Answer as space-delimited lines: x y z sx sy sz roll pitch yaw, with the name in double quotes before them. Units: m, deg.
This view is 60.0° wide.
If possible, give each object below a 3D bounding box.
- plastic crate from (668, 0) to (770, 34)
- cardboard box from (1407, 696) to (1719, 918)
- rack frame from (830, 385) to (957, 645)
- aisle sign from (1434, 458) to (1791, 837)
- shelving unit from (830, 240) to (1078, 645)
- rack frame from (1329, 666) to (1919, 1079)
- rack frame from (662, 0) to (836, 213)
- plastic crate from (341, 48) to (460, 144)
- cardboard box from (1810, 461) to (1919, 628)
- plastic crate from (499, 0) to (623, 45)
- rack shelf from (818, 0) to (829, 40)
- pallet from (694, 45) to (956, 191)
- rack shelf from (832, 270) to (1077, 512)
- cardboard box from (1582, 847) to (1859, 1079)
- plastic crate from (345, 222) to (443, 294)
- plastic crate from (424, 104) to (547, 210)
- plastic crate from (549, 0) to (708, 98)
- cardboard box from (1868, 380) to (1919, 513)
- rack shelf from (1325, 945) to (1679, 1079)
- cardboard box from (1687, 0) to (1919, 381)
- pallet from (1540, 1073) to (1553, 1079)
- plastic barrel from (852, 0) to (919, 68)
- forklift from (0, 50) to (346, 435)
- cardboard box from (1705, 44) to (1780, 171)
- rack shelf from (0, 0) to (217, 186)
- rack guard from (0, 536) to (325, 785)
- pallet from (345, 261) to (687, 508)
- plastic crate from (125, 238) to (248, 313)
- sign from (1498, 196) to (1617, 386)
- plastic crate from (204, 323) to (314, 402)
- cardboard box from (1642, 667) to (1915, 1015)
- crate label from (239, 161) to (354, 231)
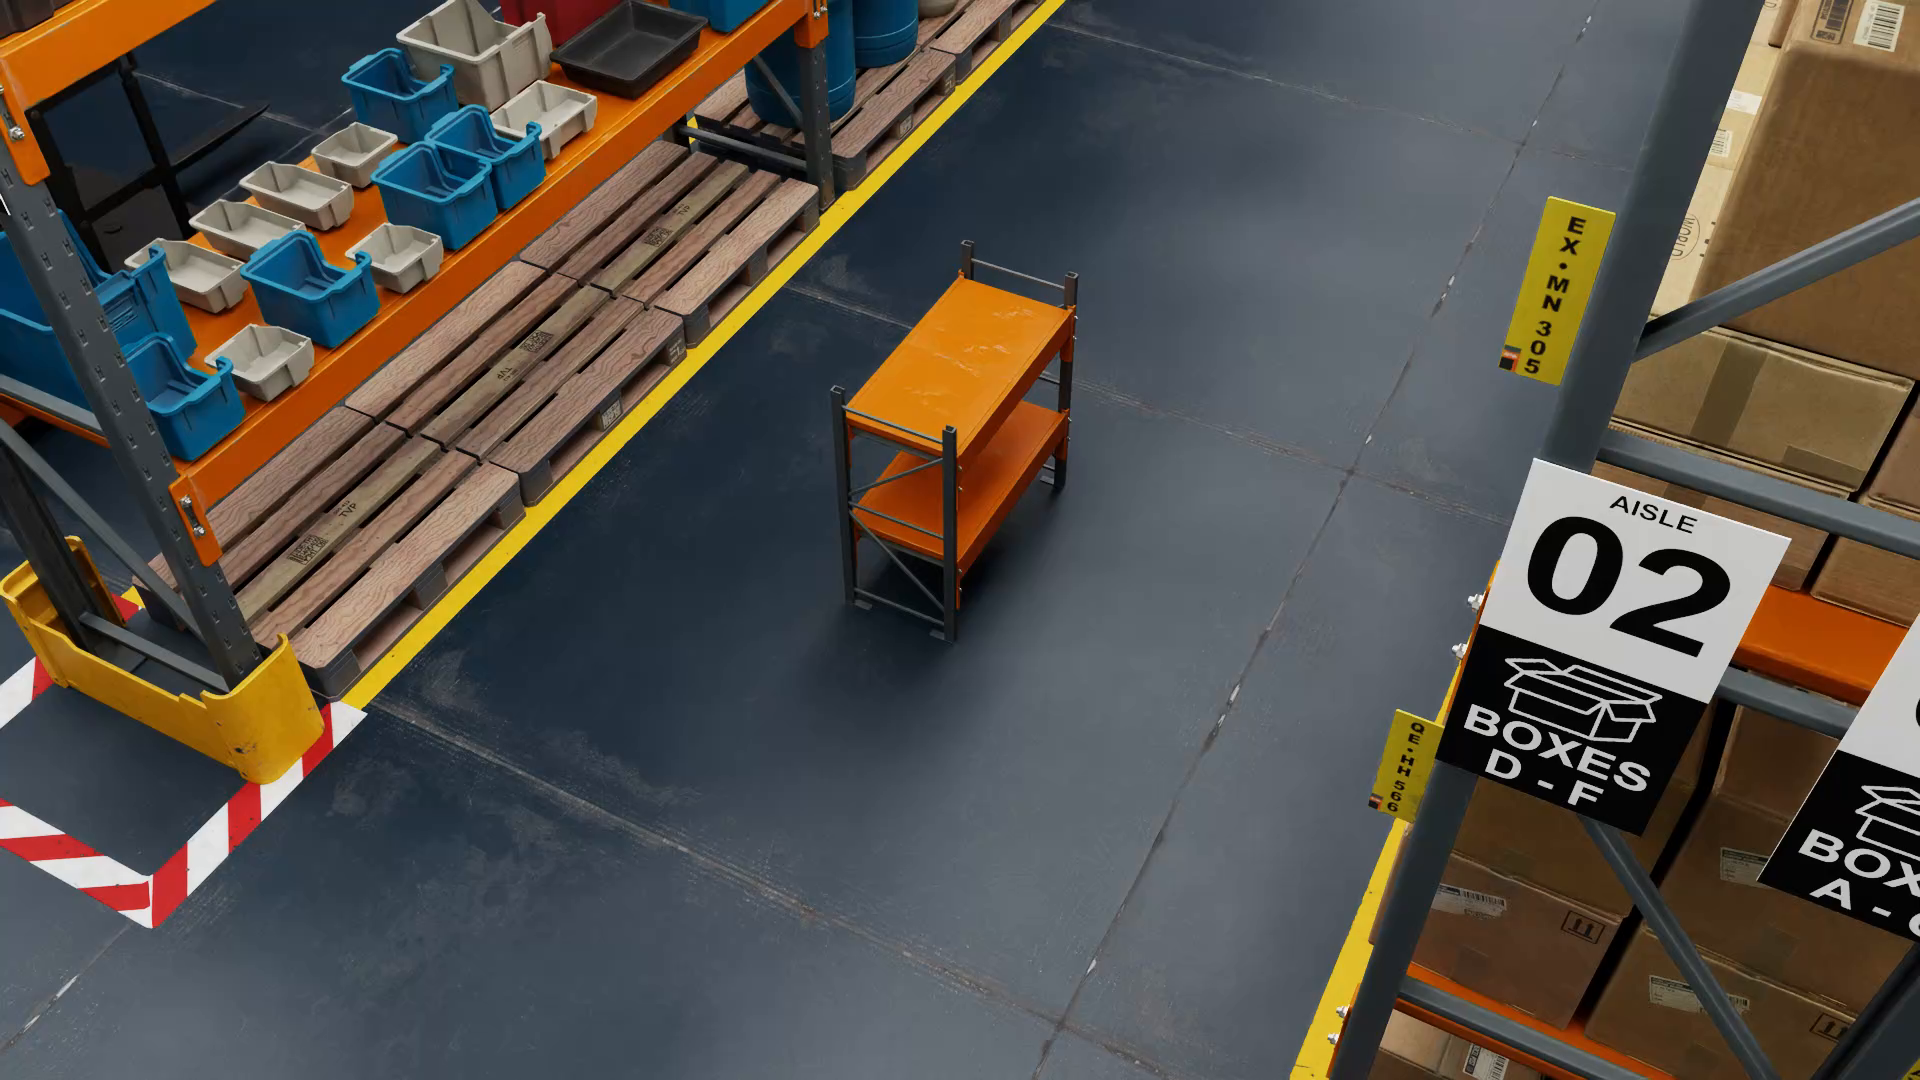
"plastic crate" -1.045 -2.583 7.443 0.392 0.384 0.575 20 49 19
"cardboard box" 1.361 0.425 3.727 0.500 0.500 0.500 20 49 19
"rack frame" -0.239 -0.071 6.309 0.500 1.125 0.032 20 49 19
"aisle sign" 1.095 0.211 2.884 0.394 0.787 0.004 20 49 19
"shelving unit" -0.003 -0.391 6.626 0.538 1.125 1.048 20 49 19
"rack frame" 1.398 1.183 3.751 1.000 3.000 0.127 20 49 19
"rack frame" -1.130 -2.974 7.861 1.000 3.000 0.127 20 49 19
"plastic crate" -2.261 -1.795 6.771 0.416 0.233 0.300 20 49 19
"cardboard box" 1.862 -0.058 2.975 0.500 0.250 0.500 20 49 19
"plastic crate" -1.767 -2.538 7.342 0.402 0.464 0.583 20 49 19
"rack shelf" -0.202 -3.981 9.362 1.077 0.370 4.000 20 49 19
"pallet" -0.735 -2.467 9.319 1.003 0.211 1.213 20 49 19
"rack shelf" -0.003 -0.597 6.417 0.538 0.278 1.000 20 49 19
"cardboard box" 1.838 0.956 3.906 0.500 0.500 0.500 21 49 20
"plastic crate" -2.044 -1.032 6.084 0.250 0.136 0.298 20 49 19
"plastic crate" -1.830 -1.482 6.461 0.416 0.233 0.300 20 49 19
"plastic crate" -1.412 -2.105 7.153 0.437 0.125 0.590 20 49 19
"cardboard box" 1.867 -0.232 2.795 0.500 0.250 0.500 20 49 19
"rack shelf" 2.327 0.176 5.253 1.077 0.370 4.000 20 49 19
"cardboard box" 1.622 -0.587 2.619 0.700 0.500 0.500 20 49 19
"pallet" 1.803 1.613 5.287 1.003 0.211 1.213 20 49 19
"plastic barrel" -0.534 -3.168 9.232 0.600 0.901 0.708 20 49 19
"forklift" -4.235 -2.219 7.163 1.130 2.935 3.031 21 49 19
"cardboard box" 1.643 -0.717 3.275 0.500 0.250 0.500 20 49 19
"rack shelf" -2.059 -2.516 5.804 1.077 0.370 4.000 20 49 19
"rack guard" -2.987 0.444 6.240 1.175 0.500 0.348 20 49 19
"pallet" -2.003 -0.747 7.619 1.003 0.211 1.213 20 49 19
"plastic crate" -2.769 -0.956 6.009 0.396 0.136 0.243 20 49 19
"sign" 0.916 -0.378 2.563 0.100 0.325 0.005 20 49 19
"plastic crate" -2.359 -0.604 5.662 0.250 0.136 0.298 20 49 19
"cardboard box" 1.838 0.604 3.551 0.500 0.500 0.500 22 49 20
"crate label" -2.514 -1.318 6.367 0.396 0.136 0.243 20 49 19
